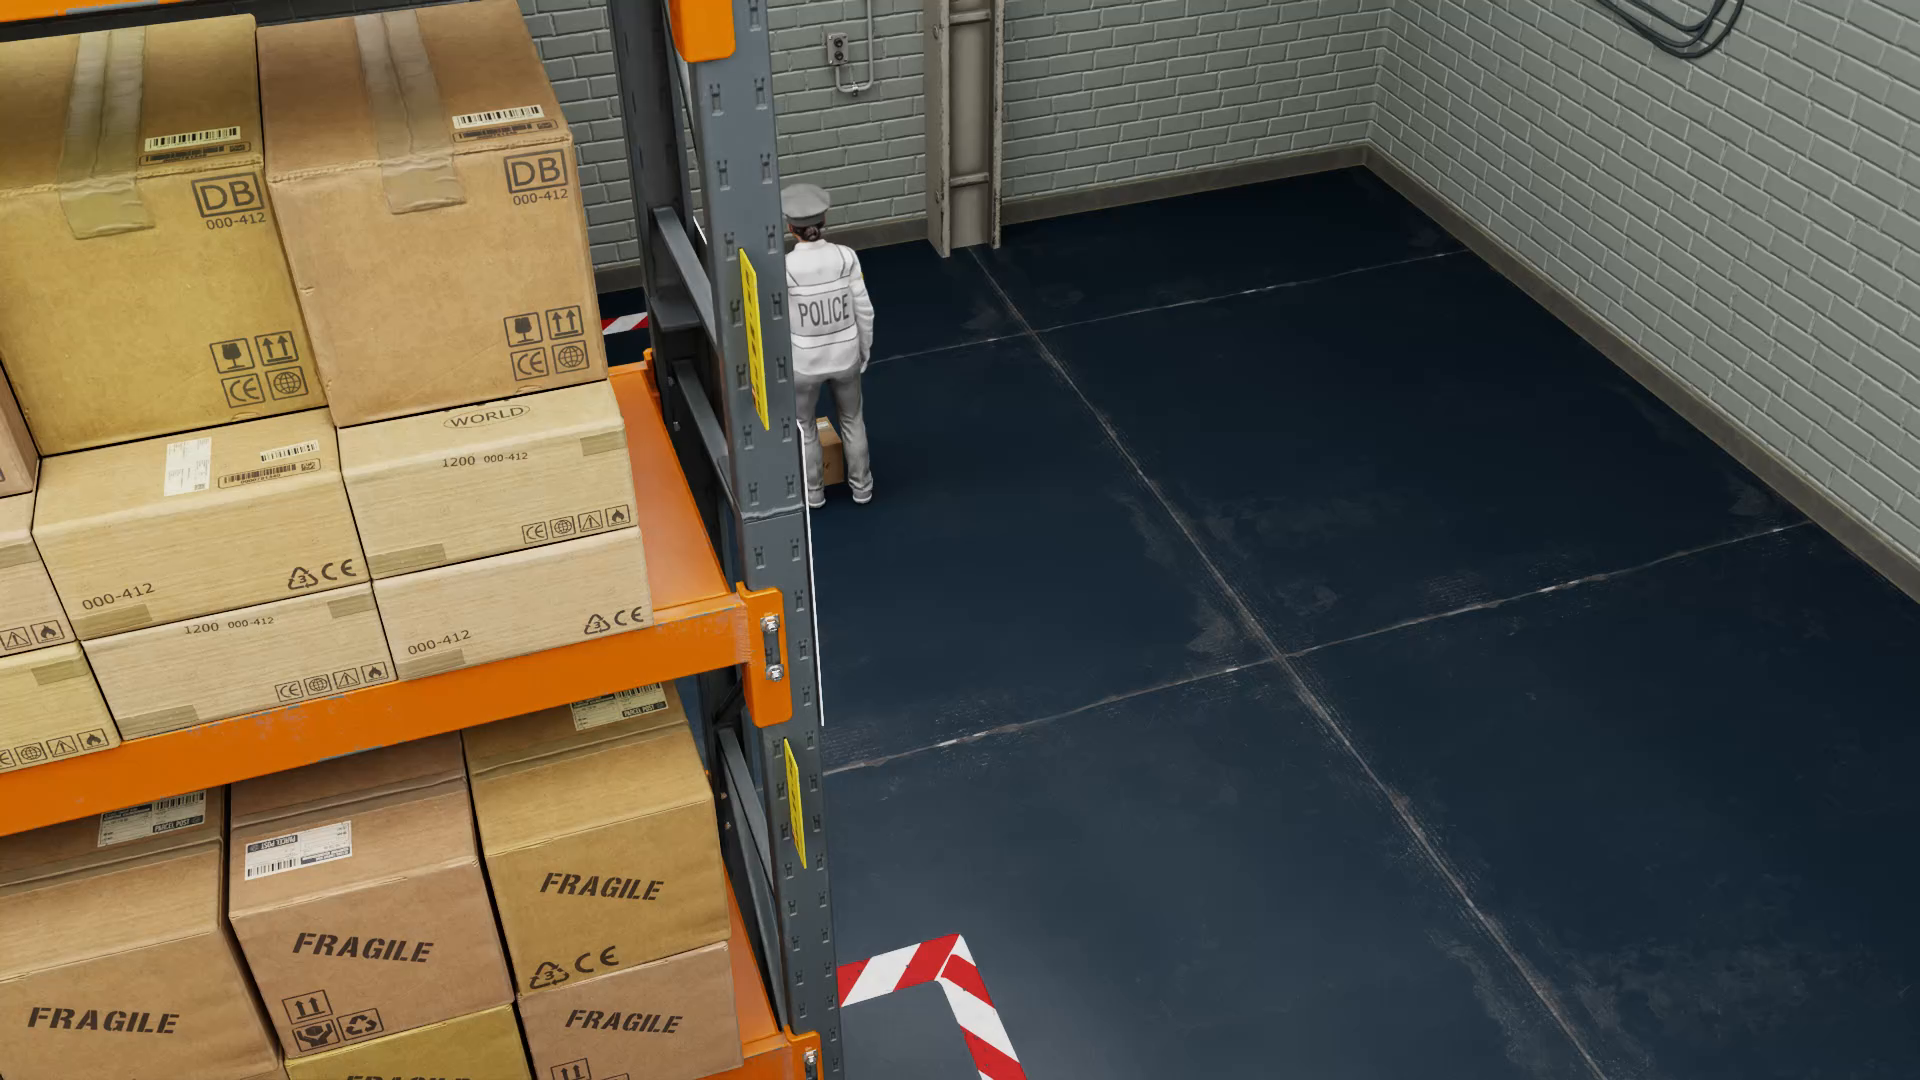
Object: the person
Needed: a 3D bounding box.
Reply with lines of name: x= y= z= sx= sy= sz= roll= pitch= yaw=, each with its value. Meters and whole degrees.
person: x=-0.668 y=-0.869 z=7.894 sx=0.529 sy=1.664 sz=0.404 roll=-13 pitch=40 yaw=-16
